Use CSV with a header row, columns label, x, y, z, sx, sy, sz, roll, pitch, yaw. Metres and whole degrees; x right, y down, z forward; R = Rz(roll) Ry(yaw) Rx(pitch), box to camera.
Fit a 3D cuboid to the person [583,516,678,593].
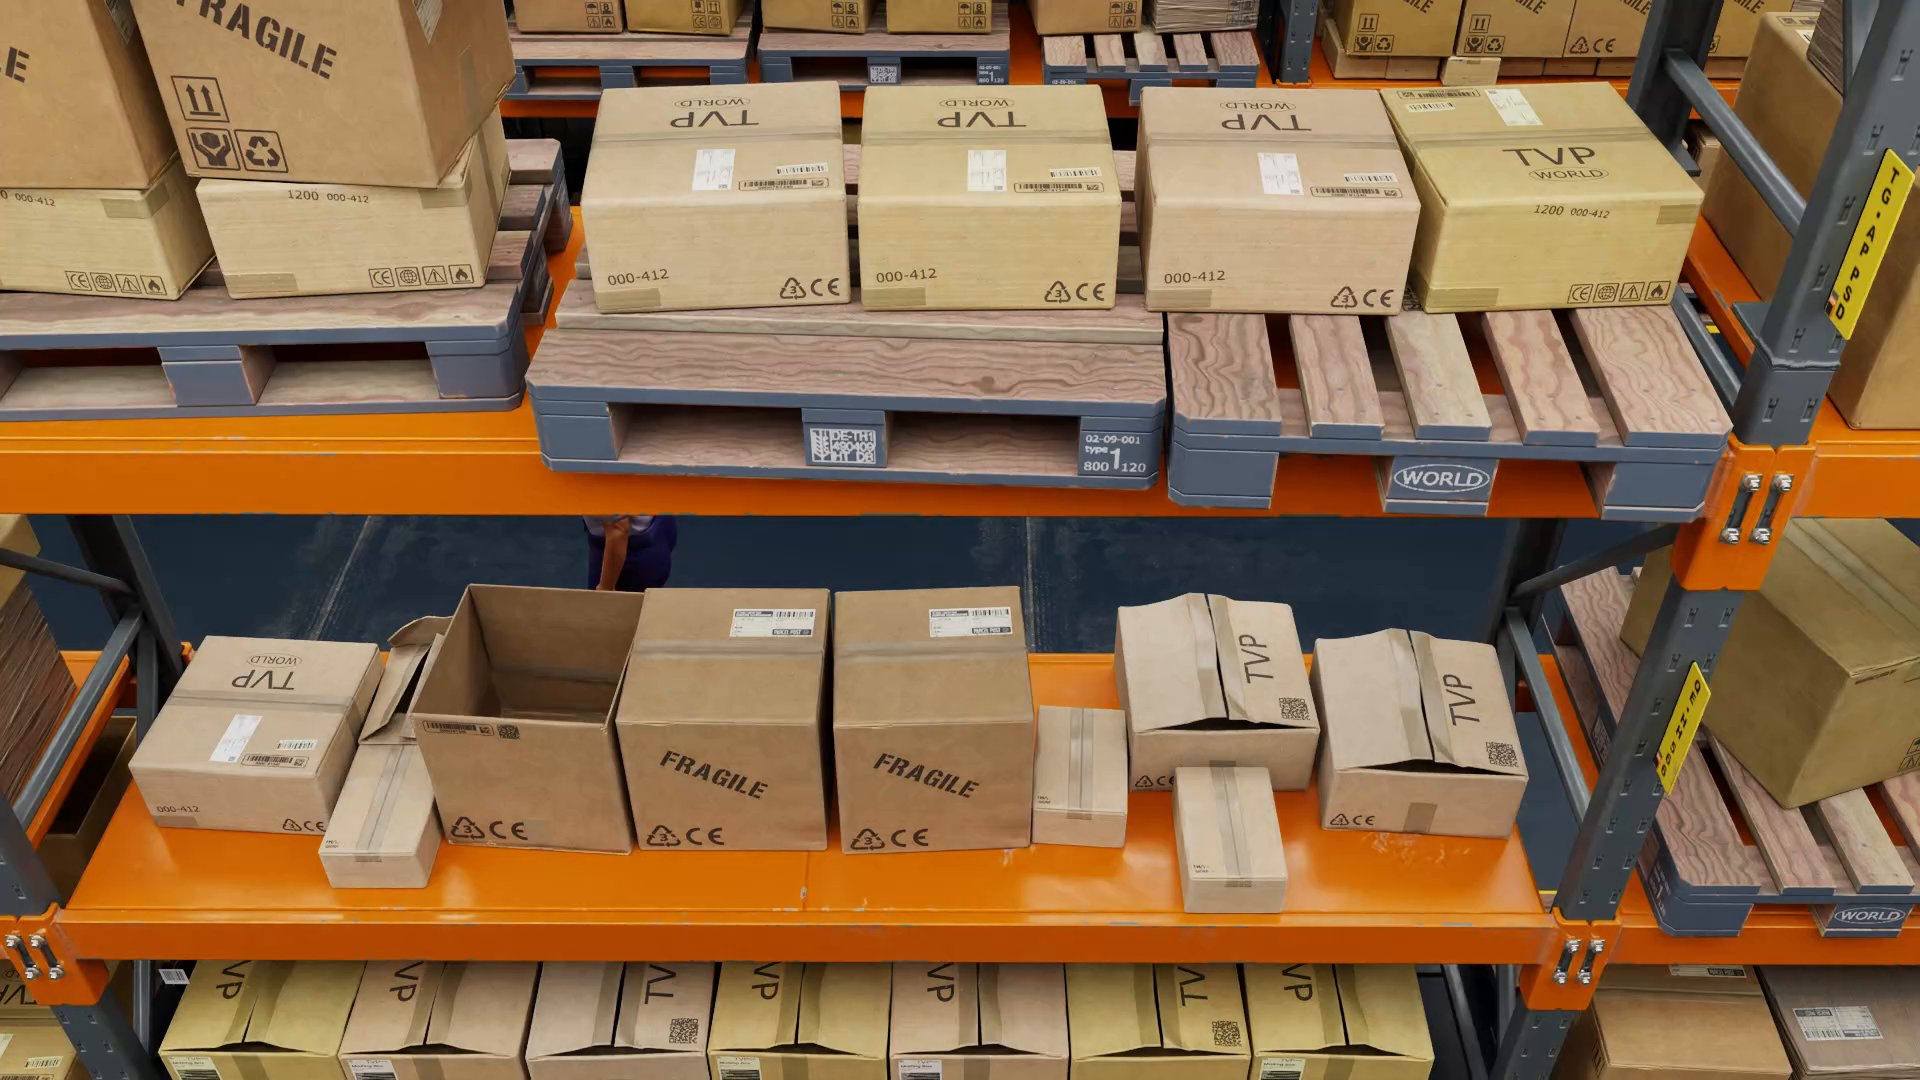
label,x,y,z,sx,sy,sz,roll,pitch,yaw
person,-1.263,0.020,6.138,0.415,1.651,0.546,0,40,0
